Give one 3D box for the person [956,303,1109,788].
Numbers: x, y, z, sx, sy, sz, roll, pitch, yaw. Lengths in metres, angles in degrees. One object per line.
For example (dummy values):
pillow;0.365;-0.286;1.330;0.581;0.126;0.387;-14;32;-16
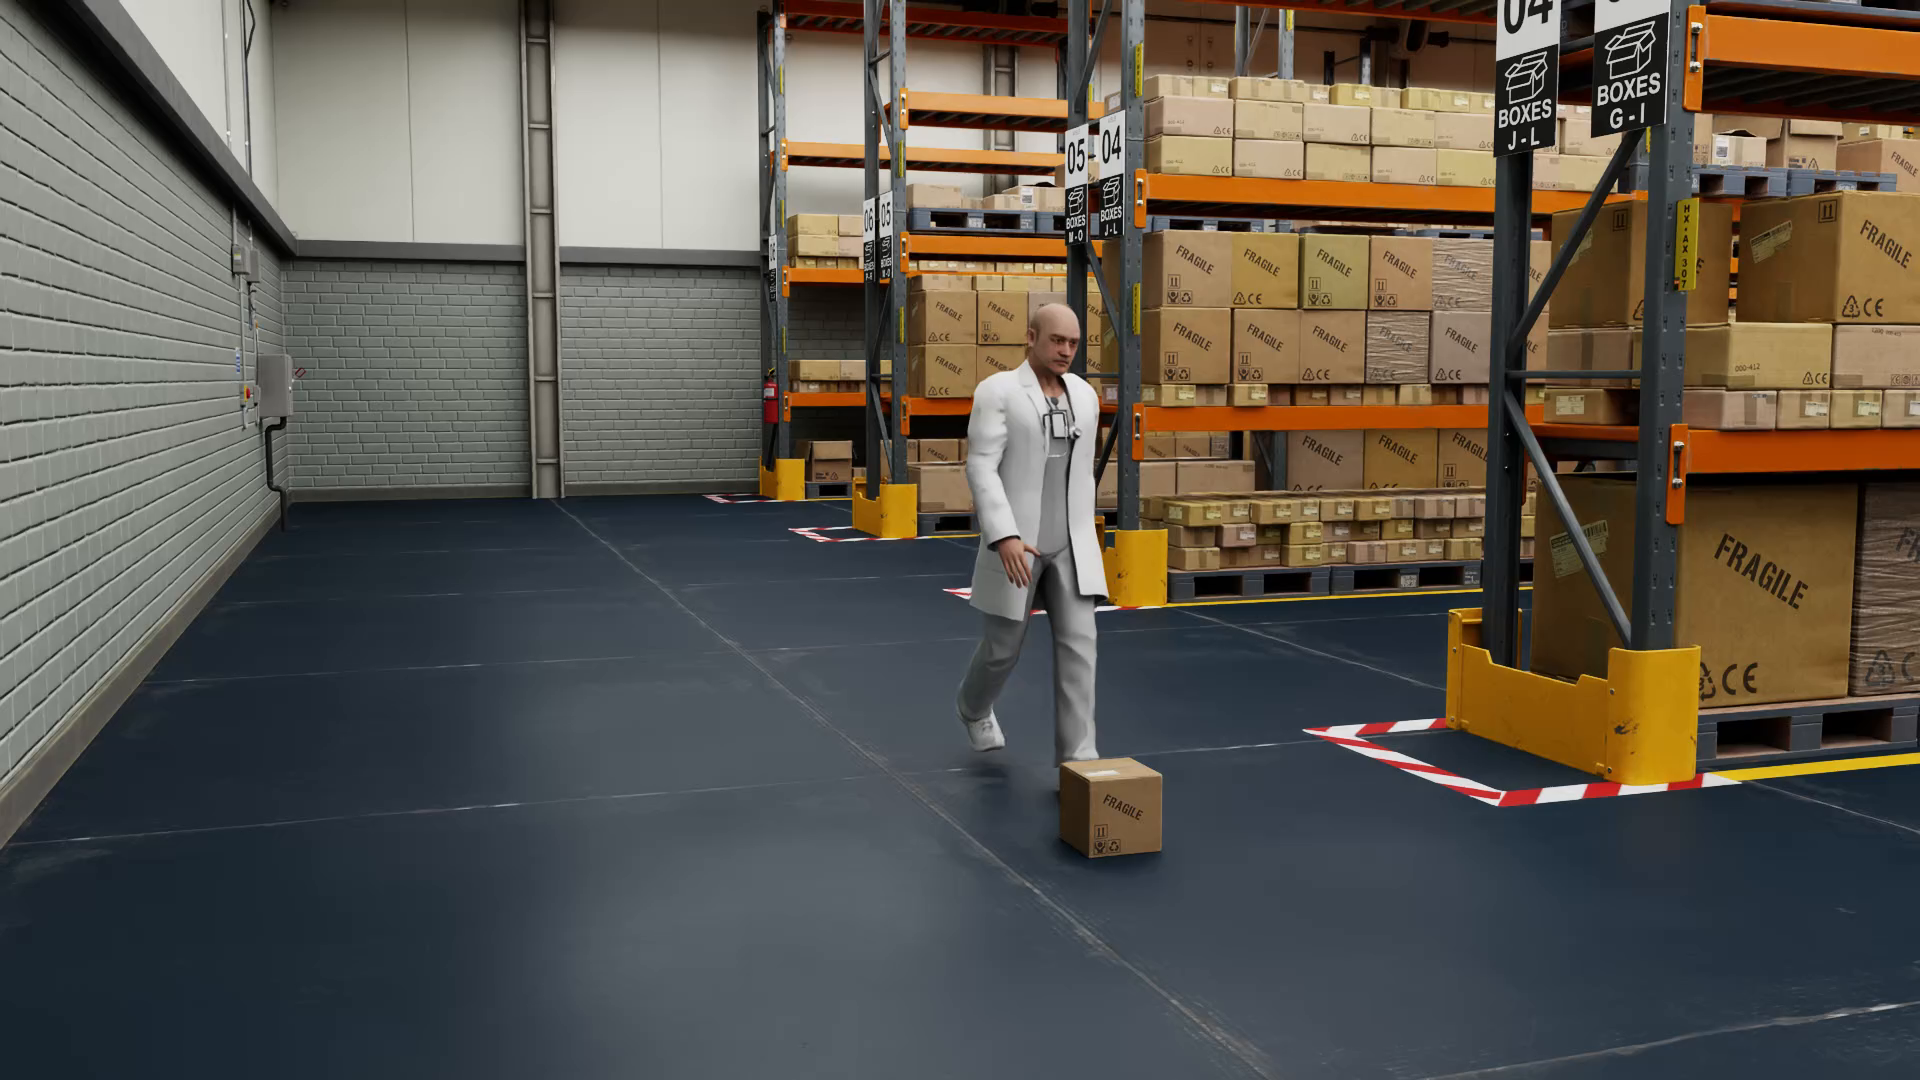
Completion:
person;0.266;0.014;6.114;0.587;1.746;1.023;-2;6;-21
